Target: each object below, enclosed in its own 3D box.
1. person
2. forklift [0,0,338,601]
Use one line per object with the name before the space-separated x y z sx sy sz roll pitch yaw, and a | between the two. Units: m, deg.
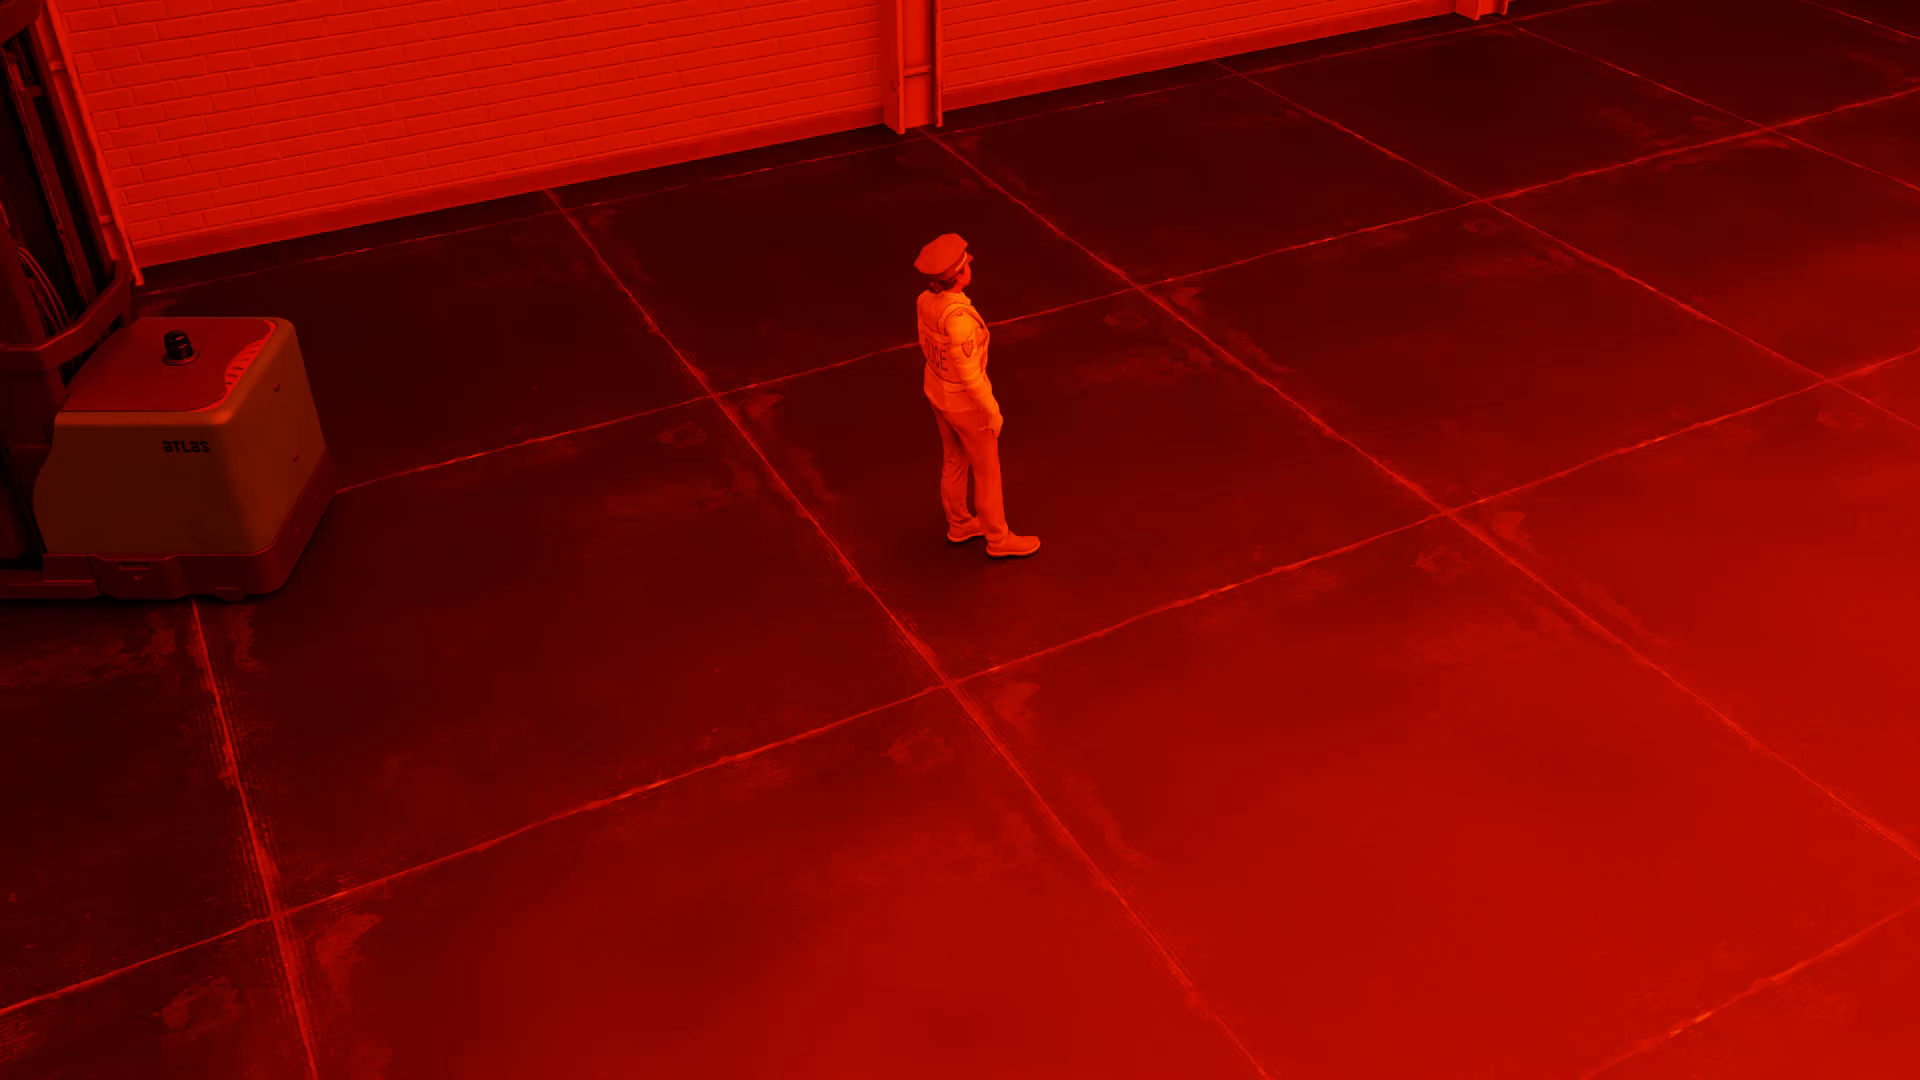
person | 0.063 -0.713 8.191 0.531 1.695 0.587 -17 39 -23
forklift | -4.856 -1.172 7.782 3.031 2.935 1.130 0 35 0
